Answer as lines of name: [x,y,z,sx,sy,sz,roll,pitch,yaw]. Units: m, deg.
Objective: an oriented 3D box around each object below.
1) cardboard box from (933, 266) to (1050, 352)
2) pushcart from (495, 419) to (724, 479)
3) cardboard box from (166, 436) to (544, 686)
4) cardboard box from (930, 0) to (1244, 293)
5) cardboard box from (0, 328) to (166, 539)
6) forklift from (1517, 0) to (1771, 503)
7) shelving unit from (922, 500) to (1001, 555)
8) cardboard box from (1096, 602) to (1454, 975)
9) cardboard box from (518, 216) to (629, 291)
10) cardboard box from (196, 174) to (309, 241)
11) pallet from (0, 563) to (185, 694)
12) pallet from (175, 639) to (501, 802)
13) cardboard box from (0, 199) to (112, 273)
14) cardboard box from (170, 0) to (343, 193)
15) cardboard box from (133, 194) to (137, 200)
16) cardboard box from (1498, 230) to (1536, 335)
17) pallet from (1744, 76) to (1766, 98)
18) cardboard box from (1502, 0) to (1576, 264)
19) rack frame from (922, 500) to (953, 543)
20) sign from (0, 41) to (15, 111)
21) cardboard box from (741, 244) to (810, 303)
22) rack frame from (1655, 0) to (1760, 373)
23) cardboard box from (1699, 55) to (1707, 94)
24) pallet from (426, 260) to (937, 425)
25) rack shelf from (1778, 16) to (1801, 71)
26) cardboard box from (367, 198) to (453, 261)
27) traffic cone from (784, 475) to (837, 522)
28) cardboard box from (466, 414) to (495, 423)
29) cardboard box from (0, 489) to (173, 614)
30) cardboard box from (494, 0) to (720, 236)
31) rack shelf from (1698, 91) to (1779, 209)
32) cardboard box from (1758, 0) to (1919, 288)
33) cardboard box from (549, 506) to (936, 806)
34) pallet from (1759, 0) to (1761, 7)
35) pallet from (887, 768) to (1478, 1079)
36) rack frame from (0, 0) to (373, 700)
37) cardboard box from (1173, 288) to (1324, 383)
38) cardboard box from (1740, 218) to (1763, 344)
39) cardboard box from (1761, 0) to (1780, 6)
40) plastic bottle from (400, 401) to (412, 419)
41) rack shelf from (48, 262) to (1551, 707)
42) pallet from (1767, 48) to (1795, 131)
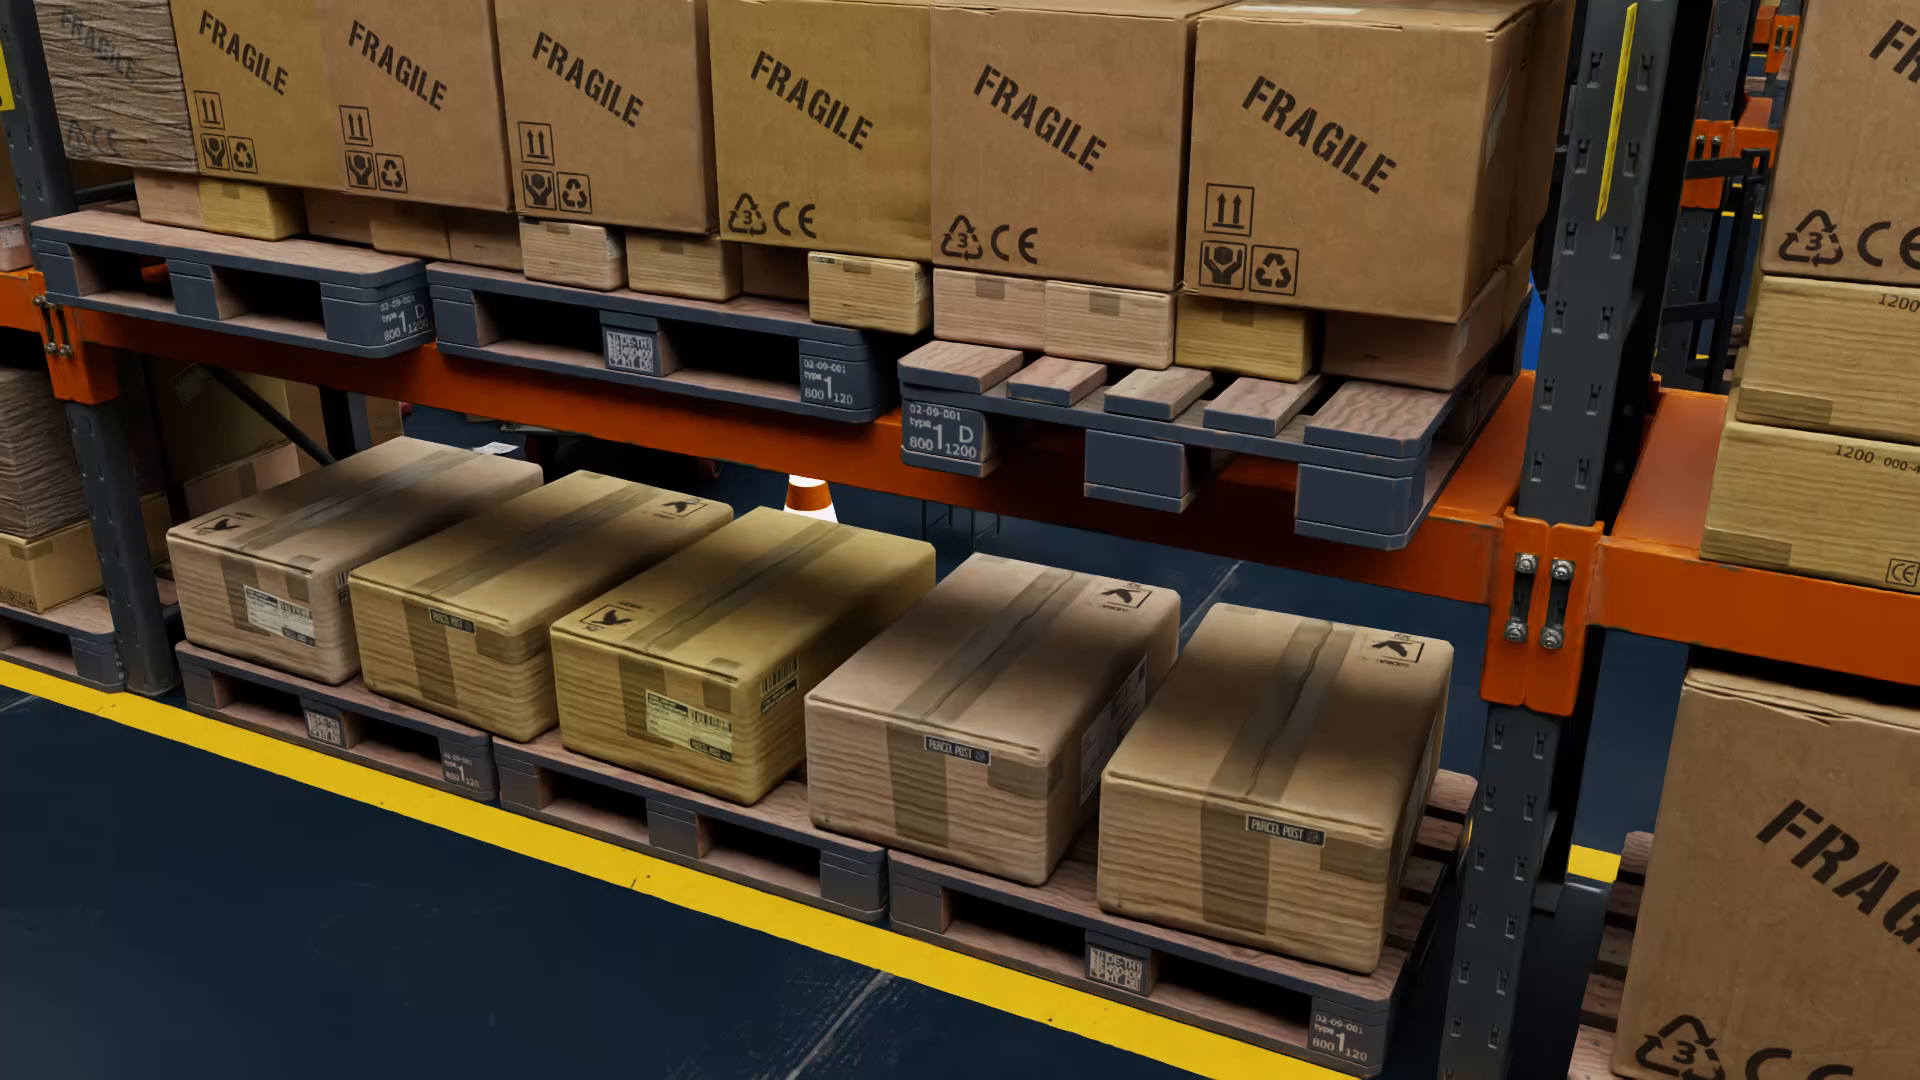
cardboard box: [0.136,-0.520,3.424,0.250,0.149,0.380,10,25,22]
pushcart: [-1.313,-0.673,7.351,0.936,0.377,1.648,3,23,6]
cardboard box: [-1.828,0.033,5.161,0.625,0.372,0.950,12,26,25]
cardboard box: [0.275,-0.815,3.290,0.500,0.500,0.500,11,25,24]
cardboard box: [-2.946,-0.359,5.279,0.500,0.500,0.500,11,25,24]
forklift: [2.555,-1.702,6.507,3.031,2.935,1.130,-8,24,-18]
shelving unit: [0.007,-0.413,6.071,0.210,0.900,0.258,11,25,25]
cardboard box: [0.773,0.544,3.959,0.625,0.372,0.950,9,25,21]
cardboard box: [-0.796,-0.705,3.859,0.250,0.149,0.380,12,26,27]
cardboard box: [-1.727,-0.897,4.312,0.250,0.149,0.380,12,26,26]
pallet: [-2.912,0.102,5.740,1.213,0.211,1.003,11,25,25]
pallet: [-1.602,0.345,5.168,1.213,0.211,1.003,11,25,25]
cardboard box: [-2.721,-0.910,4.877,0.250,0.149,0.380,11,25,24]
cardboard box: [-1.561,-1.180,4.147,0.500,0.500,0.500,11,26,25]
cardboard box: [-2.433,-1.127,5.388,0.250,0.149,0.380,11,25,24]
cardboard box: [1.067,-0.568,3.538,0.250,0.149,0.380,10,25,22]
pallet: [7.305,-4.427,16.389,1.213,0.211,1.003,11,25,25]
cardboard box: [0.976,-0.905,3.501,0.500,0.500,0.500,10,25,23]
rack frame: [-0.083,-0.431,6.113,0.006,0.900,0.240,11,25,25]
sign: [-2.535,-1.282,4.326,0.005,0.325,0.100,11,25,25]
cardboard box: [-0.283,-0.652,3.735,0.250,0.149,0.380,11,26,25]
rack frame: [3.416,-2.115,7.391,0.127,3.000,1.000,11,25,25]
cardboard box: [5.133,-3.335,11.932,0.500,0.250,0.500,12,26,27]
pallet: [-0.512,-0.616,4.110,1.213,0.211,1.003,11,25,25]
rack shelf: [7.529,-3.145,10.733,4.000,0.370,1.077,11,25,25]
cardboard box: [-1.229,-0.814,4.116,0.250,0.149,0.380,12,26,25]
traffic cone: [-0.559,-0.177,6.076,0.334,0.463,0.336,11,25,25]
cardboard box: [-2.056,-0.710,7.581,0.396,0.266,0.258,-5,24,-12]
cardboard box: [-2.946,-0.013,5.425,0.500,0.250,0.500,12,26,27]
cardboard box: [-0.662,-1.001,3.726,0.500,0.500,0.500,10,25,22]
rack shelf: [5.201,-1.431,6.701,4.000,0.370,1.077,11,25,25]
cardboard box: [1.603,-0.702,2.663,0.500,0.500,0.500,10,25,23]
cardboard box: [-0.563,0.281,4.578,0.625,0.372,0.950,12,26,26]
pallet: [5.060,-3.830,11.668,1.003,0.211,1.213,11,25,25]
pallet: [0.576,0.776,4.155,1.213,0.211,1.003,11,25,25]
rack frame: [-2.297,-1.075,4.945,0.127,3.000,1.000,11,25,25]
cardboard box: [0.602,-0.444,3.245,0.250,0.149,0.380,12,26,25]
cardboard box: [1.820,-0.533,3.223,0.500,0.250,0.500,11,25,24]
cardboard box: [9.639,-6.481,19.918,0.500,0.311,0.500,12,26,26]
plastic bottle: [-2.602,-0.605,7.596,0.283,0.061,0.133,16,28,33]
rack shelf: [-0.512,-0.391,4.255,4.000,0.370,1.077,11,25,25]
pallet: [4.100,-1.938,7.220,1.003,0.211,1.213,11,25,25]
